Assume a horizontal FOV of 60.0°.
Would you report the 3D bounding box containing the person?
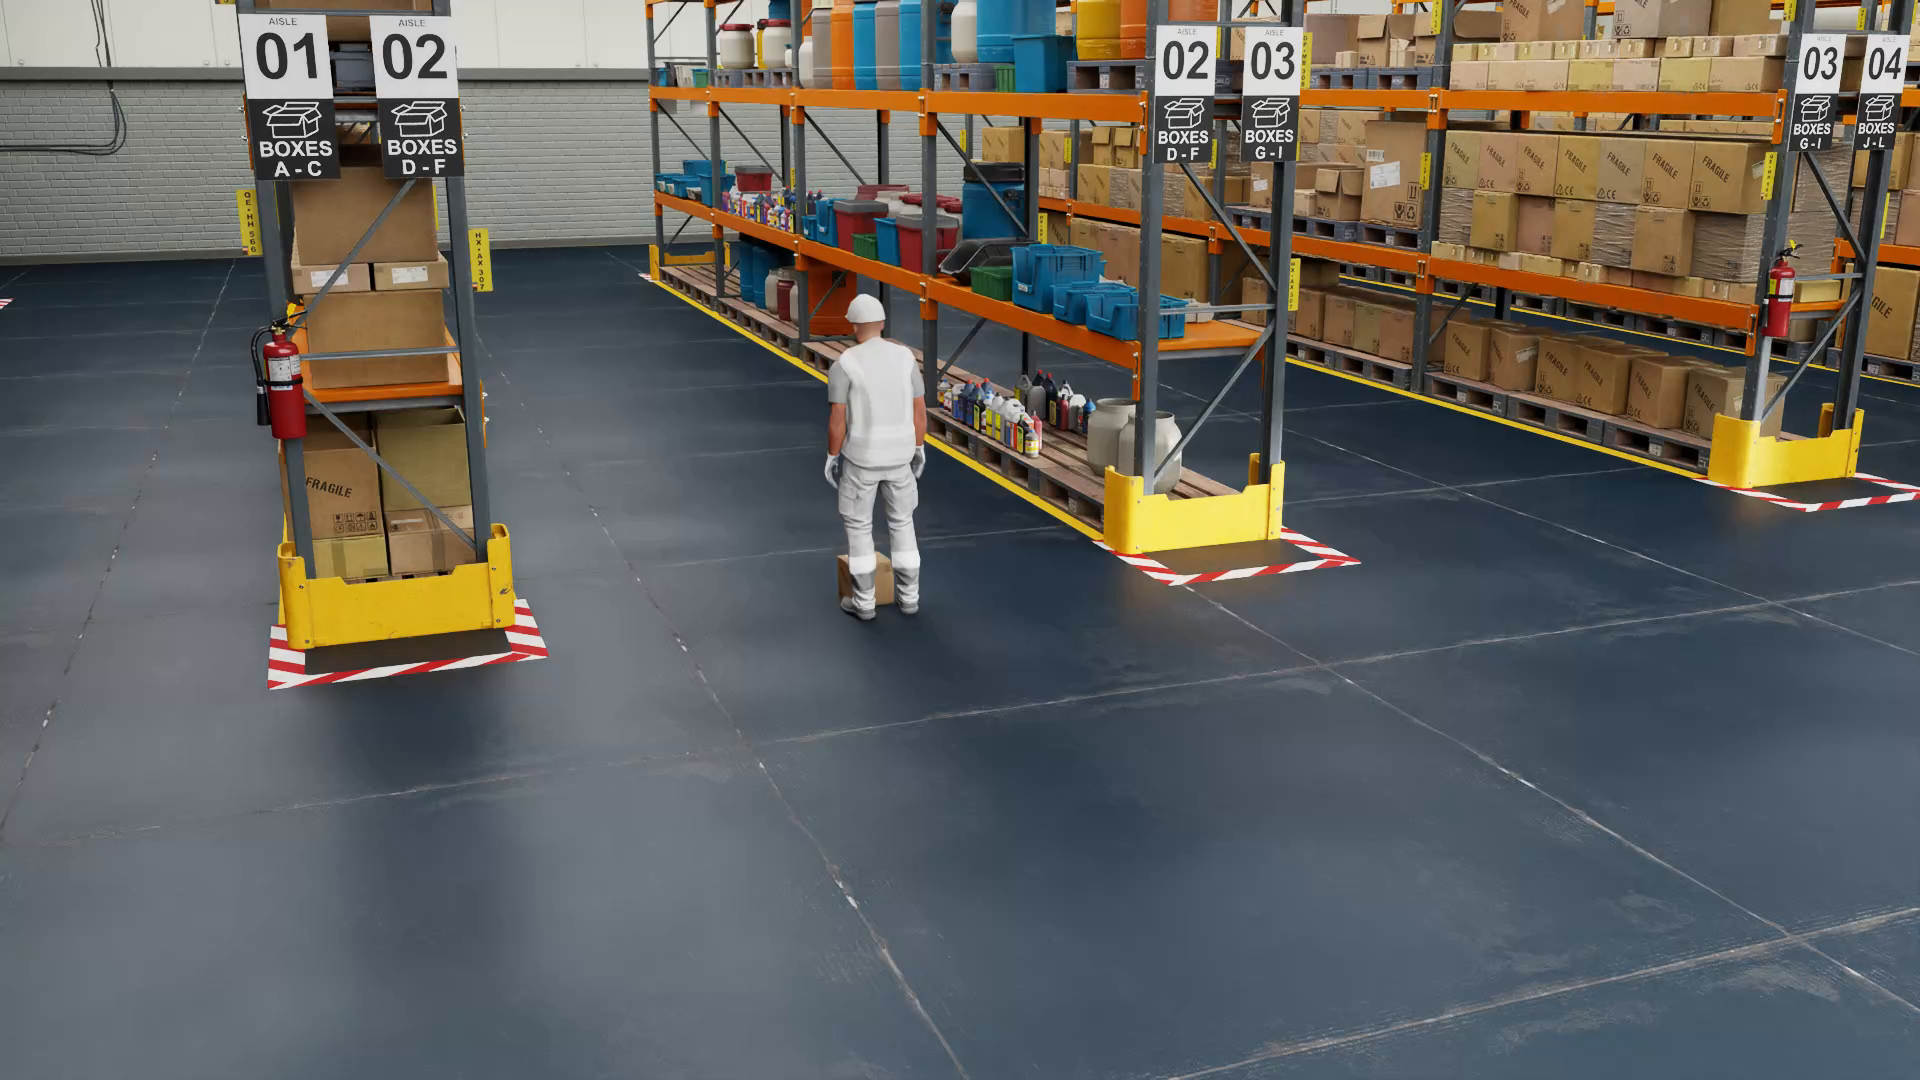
[{"bbox_3d":[-0.463,-0.453,9.138,0.597,1.778,0.450,-6,17,-22],"label":"person"}]
